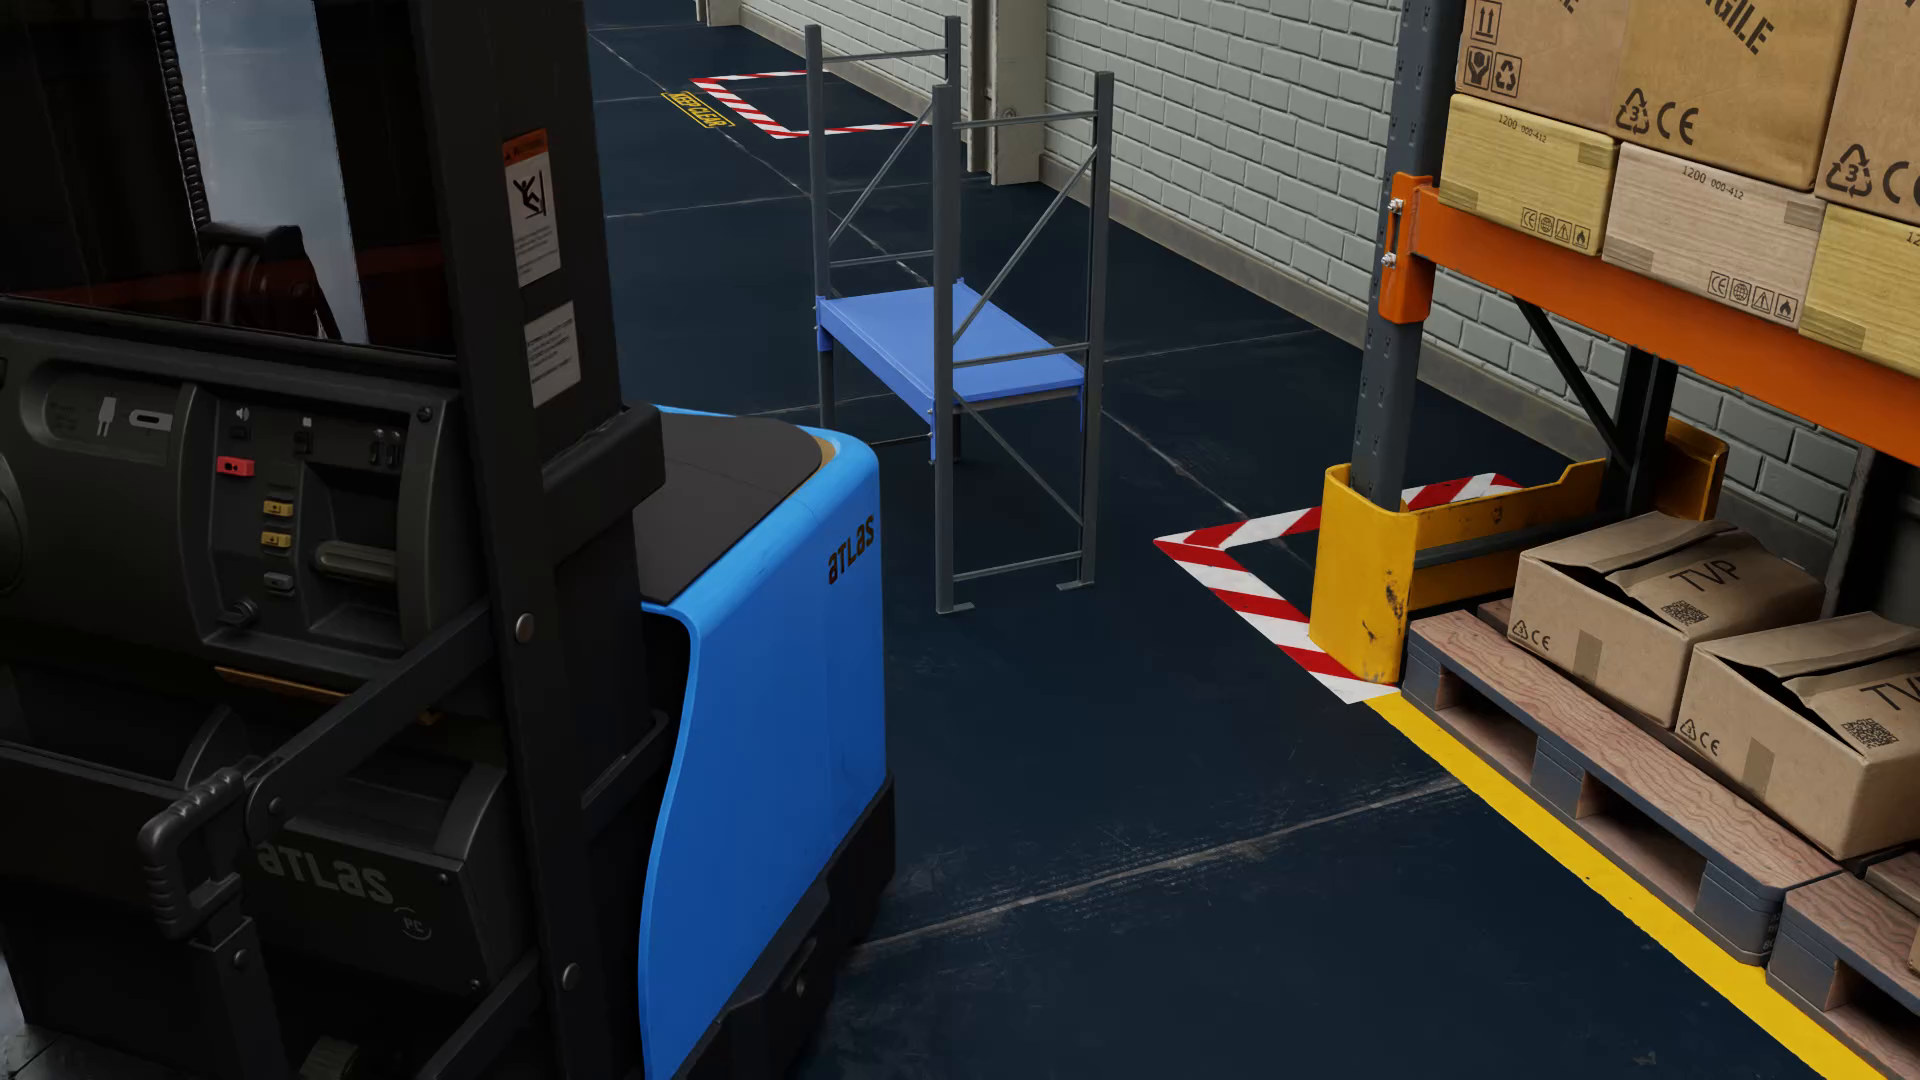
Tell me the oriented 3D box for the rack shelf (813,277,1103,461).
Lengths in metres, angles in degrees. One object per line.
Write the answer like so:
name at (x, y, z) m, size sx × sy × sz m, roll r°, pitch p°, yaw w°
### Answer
rack shelf at (-0.033, -0.547, 5.070) m, size 0.538 × 0.185 × 1.000 m, roll -11°, pitch 28°, yaw -21°

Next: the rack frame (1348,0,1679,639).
rack frame at (1.539, -1.152, 4.191) m, size 1.000 × 3.000 × 0.127 m, roll -11°, pitch 28°, yaw -21°

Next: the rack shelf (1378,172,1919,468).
rack shelf at (2.322, -0.022, 2.696) m, size 1.077 × 0.370 × 4.000 m, roll -11°, pitch 28°, yaw -21°

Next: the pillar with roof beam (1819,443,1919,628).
pillar with roof beam at (-1.352, -2.975, 1.086) m, size 9.100 × 9.000 × 0.400 m, roll -11°, pitch 28°, yaw -21°

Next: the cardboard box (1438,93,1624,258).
cardboard box at (1.438, -0.842, 3.705) m, size 0.500 × 0.250 × 0.500 m, roll -11°, pitch 28°, yaw -22°

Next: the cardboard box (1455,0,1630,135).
cardboard box at (1.449, -1.187, 3.555) m, size 0.500 × 0.500 × 0.500 m, roll -11°, pitch 28°, yaw -21°

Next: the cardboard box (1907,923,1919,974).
cardboard box at (2.192, 0.603, 2.944) m, size 0.700 × 0.500 × 0.500 m, roll -12°, pitch 29°, yaw -24°

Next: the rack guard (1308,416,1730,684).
rack guard at (1.569, 0.002, 4.677) m, size 1.175 × 0.500 × 0.348 m, roll -11°, pitch 28°, yaw -21°

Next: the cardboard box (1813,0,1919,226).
cardboard box at (1.830, -0.776, 2.713) m, size 0.500 × 0.500 × 0.500 m, roll -12°, pitch 28°, yaw -22°

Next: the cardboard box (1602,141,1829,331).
cardboard box at (1.654, -0.635, 3.280) m, size 0.500 × 0.250 × 0.500 m, roll -11°, pitch 28°, yaw -22°

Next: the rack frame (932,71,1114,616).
rack frame at (0.166, -0.503, 4.571) m, size 0.500 × 1.500 × 0.032 m, roll -11°, pitch 28°, yaw -21°

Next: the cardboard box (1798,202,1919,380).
cardboard box at (1.848, -0.429, 2.857) m, size 0.500 × 0.250 × 0.500 m, roll -11°, pitch 28°, yaw -21°

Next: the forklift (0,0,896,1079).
forklift at (-1.128, -0.024, 1.959) m, size 1.130 × 2.935 × 3.031 m, roll 9°, pitch 27°, yaw 18°

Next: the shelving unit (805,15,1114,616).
shelving unit at (-0.033, -0.708, 4.991) m, size 0.538 × 1.500 × 1.048 m, roll -11°, pitch 28°, yaw -21°

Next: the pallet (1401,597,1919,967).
pallet at (1.854, 0.465, 4.056) m, size 1.003 × 0.211 × 1.213 m, roll -11°, pitch 28°, yaw -21°

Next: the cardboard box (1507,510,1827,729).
cardboard box at (1.727, 0.153, 4.081) m, size 0.500 × 0.311 × 0.500 m, roll -14°, pitch 29°, yaw -26°

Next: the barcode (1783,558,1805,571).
barcode at (2.102, 0.087, 4.205) m, size 0.001 × 0.075 × 0.075 m, roll -11°, pitch 28°, yaw -21°

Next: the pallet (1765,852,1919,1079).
pallet at (2.328, 0.957, 3.049) m, size 1.003 × 0.211 × 1.213 m, roll -11°, pitch 28°, yaw -21°

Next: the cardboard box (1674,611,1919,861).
cardboard box at (1.950, 0.383, 3.610) m, size 0.500 × 0.311 × 0.500 m, roll -8°, pitch 27°, yaw -16°

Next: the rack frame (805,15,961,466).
rack frame at (-0.232, -0.914, 5.412) m, size 0.500 × 1.500 × 0.032 m, roll -11°, pitch 28°, yaw -21°

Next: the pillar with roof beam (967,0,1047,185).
pillar with roof beam at (-3.702, -5.397, 6.047) m, size 9.100 × 9.000 × 0.400 m, roll -11°, pitch 28°, yaw -21°

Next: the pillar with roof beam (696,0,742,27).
pillar with roof beam at (-6.051, -7.819, 11.008) m, size 9.100 × 9.000 × 0.400 m, roll -11°, pitch 28°, yaw -21°

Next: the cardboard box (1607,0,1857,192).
cardboard box at (1.634, -0.985, 3.143) m, size 0.500 × 0.500 × 0.500 m, roll -10°, pitch 28°, yaw -20°
